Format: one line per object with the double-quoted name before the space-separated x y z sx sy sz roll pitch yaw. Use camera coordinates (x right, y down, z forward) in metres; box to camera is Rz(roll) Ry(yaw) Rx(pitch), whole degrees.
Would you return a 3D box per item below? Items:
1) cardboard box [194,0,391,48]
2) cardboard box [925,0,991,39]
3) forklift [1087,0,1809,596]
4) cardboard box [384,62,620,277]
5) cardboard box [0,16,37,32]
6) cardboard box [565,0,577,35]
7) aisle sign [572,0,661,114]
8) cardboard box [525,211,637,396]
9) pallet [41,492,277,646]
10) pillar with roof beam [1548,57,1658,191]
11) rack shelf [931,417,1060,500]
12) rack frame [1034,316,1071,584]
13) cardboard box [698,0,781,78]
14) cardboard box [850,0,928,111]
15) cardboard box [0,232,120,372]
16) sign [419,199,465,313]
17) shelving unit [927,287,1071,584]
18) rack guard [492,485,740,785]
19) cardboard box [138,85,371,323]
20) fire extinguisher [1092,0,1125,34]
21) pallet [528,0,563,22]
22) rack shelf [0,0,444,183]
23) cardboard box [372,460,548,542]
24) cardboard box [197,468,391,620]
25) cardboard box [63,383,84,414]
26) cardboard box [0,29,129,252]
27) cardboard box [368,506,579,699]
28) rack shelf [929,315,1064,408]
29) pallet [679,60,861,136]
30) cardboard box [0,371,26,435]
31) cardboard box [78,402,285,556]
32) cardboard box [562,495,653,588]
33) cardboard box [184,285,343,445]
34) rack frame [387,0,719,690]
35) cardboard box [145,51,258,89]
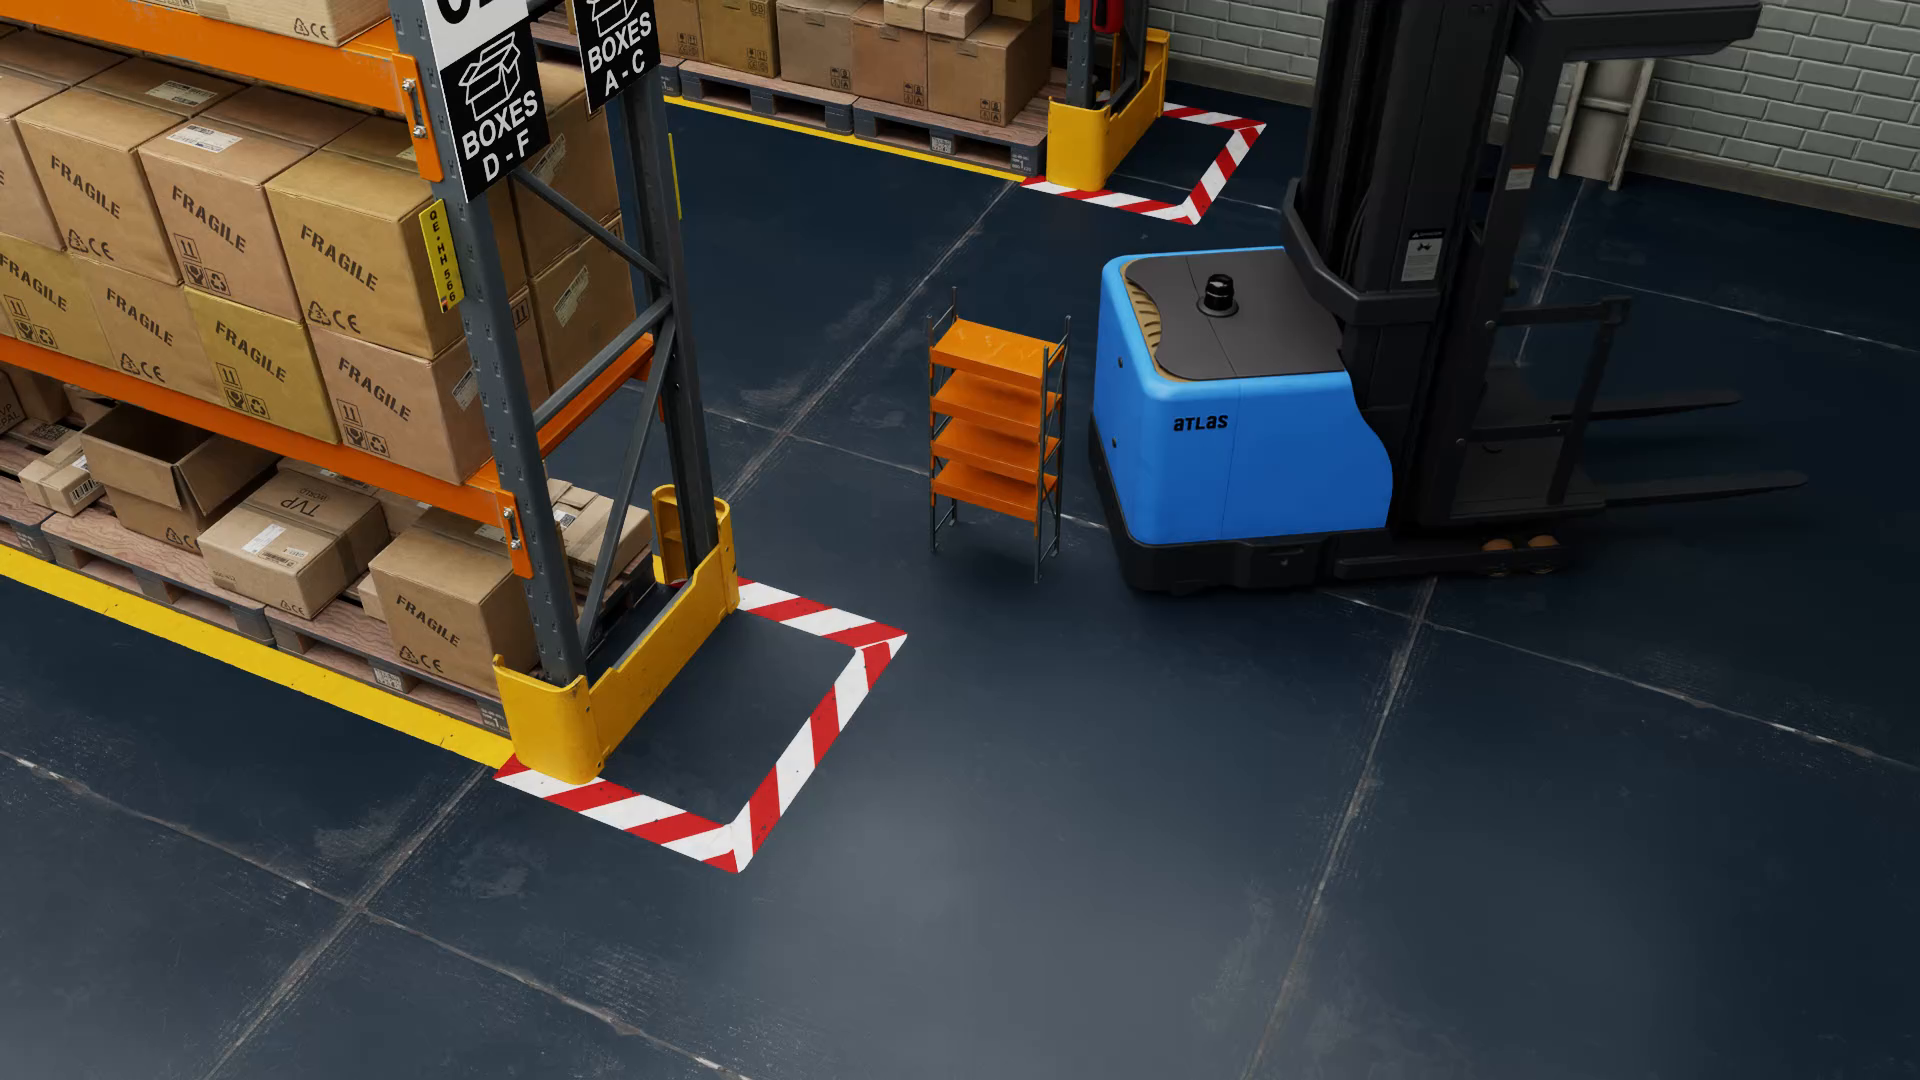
"cardboard box" -1.809 -1.642 4.678 0.500 0.250 0.500 17 44 19
"cardboard box" -0.011 -3.041 9.561 0.250 0.149 0.380 16 44 18
"forklift" 2.137 -1.291 6.502 3.031 2.935 1.130 -4 41 -5
"cardboard box" -1.523 -1.274 5.590 0.500 0.500 0.500 18 44 20
"cardboard box" -3.367 -1.836 6.238 0.500 0.500 0.500 17 44 19
"cardboard box" -2.131 -3.574 10.671 0.500 0.500 0.700 18 44 19
"aisle sign" -1.046 -1.717 4.956 0.004 0.787 0.394 17 44 19
"cardboard box" -1.523 -0.896 5.917 0.500 0.500 0.500 18 44 20
"pallet" -3.125 -0.105 7.210 1.213 0.211 1.003 17 44 19
"pillar with roof beam" 1.851 -2.998 3.838 0.400 9.000 9.100 17 44 19
"rack shelf" 0.150 -0.357 6.848 0.480 0.148 0.258 17 44 19
"rack frame" 0.371 -0.340 6.726 0.015 1.200 0.240 17 44 19
"cardboard box" -1.213 -3.290 10.343 0.500 0.500 0.700 18 44 20
"cardboard box" -0.271 -3.007 10.017 0.500 0.500 0.700 17 44 19
"cardboard box" -3.131 -1.002 6.039 0.500 0.500 0.500 16 44 18
"sign" -1.485 -0.812 4.771 0.005 0.325 0.100 17 44 19
"shelving unit" 0.150 -0.408 6.804 0.503 1.200 0.258 17 44 19
"rack guard" -1.301 0.344 6.471 0.348 0.500 1.175 17 44 19
"cardboard box" -2.210 -1.094 5.382 0.500 0.500 0.500 18 44 20
"fire extinguisher" 0.801 -3.035 8.805 0.183 0.674 0.296 17 44 19
"pallet" -3.497 -3.743 11.408 1.213 0.211 1.003 17 44 19
"rack shelf" -3.044 -1.995 5.520 4.000 0.370 1.077 17 44 19
"cardboard box" -2.058 -0.164 6.912 0.500 0.250 0.500 17 44 19
"cardboard box" -2.677 0.008 6.713 0.500 0.250 0.500 17 44 19
"cardboard box" -3.855 -0.718 7.629 0.250 0.149 0.380 17 44 19
"cardboard box" -3.147 -1.377 5.709 0.500 0.500 0.500 18 44 20
"cardboard box" -1.829 0.195 6.308 0.500 0.500 0.500 17 44 19
"rack shelf" 0.150 -0.705 6.547 0.480 0.148 0.258 17 44 19
"pallet" -1.000 -2.980 10.527 1.213 0.211 1.003 17 44 19
"cardboard box" -4.568 -0.592 7.360 0.500 0.311 0.500 17 44 19
"cardboard box" -3.152 -0.392 6.983 0.637 0.503 0.797 17 44 19
"cardboard box" -1.466 0.012 6.787 0.250 0.149 0.380 17 44 19
"cardboard box" -2.225 -0.721 5.715 0.500 0.500 0.500 17 44 19
"rack frame" -1.232 -0.579 5.628 0.127 3.000 1.000 17 44 19
"cardboard box" -2.451 -1.556 5.915 0.500 0.500 0.500 18 44 19
